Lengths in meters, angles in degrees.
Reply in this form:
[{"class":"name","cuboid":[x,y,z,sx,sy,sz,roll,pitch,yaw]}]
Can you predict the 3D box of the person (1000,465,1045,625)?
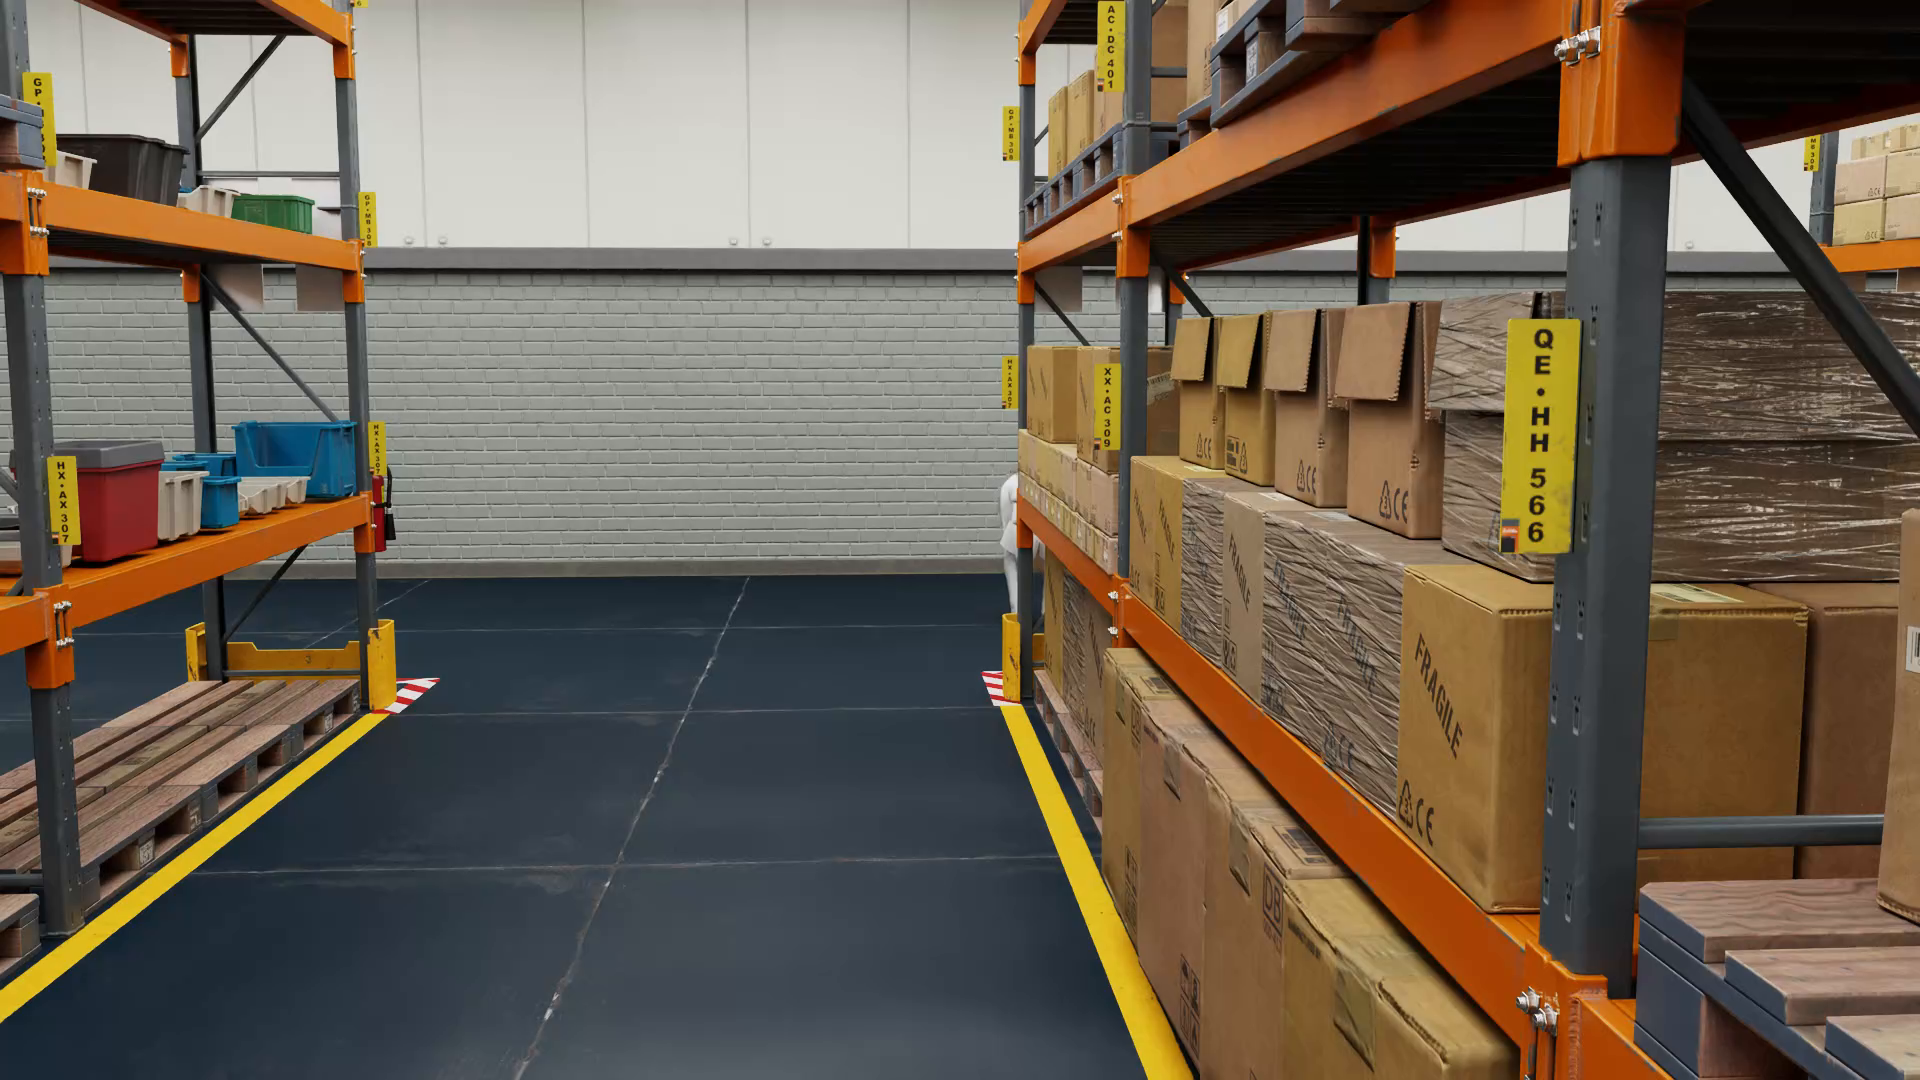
[{"class":"person","cuboid":[0.579,0.062,13.282,0.569,1.193,0.915,-1,7,-6]}]
